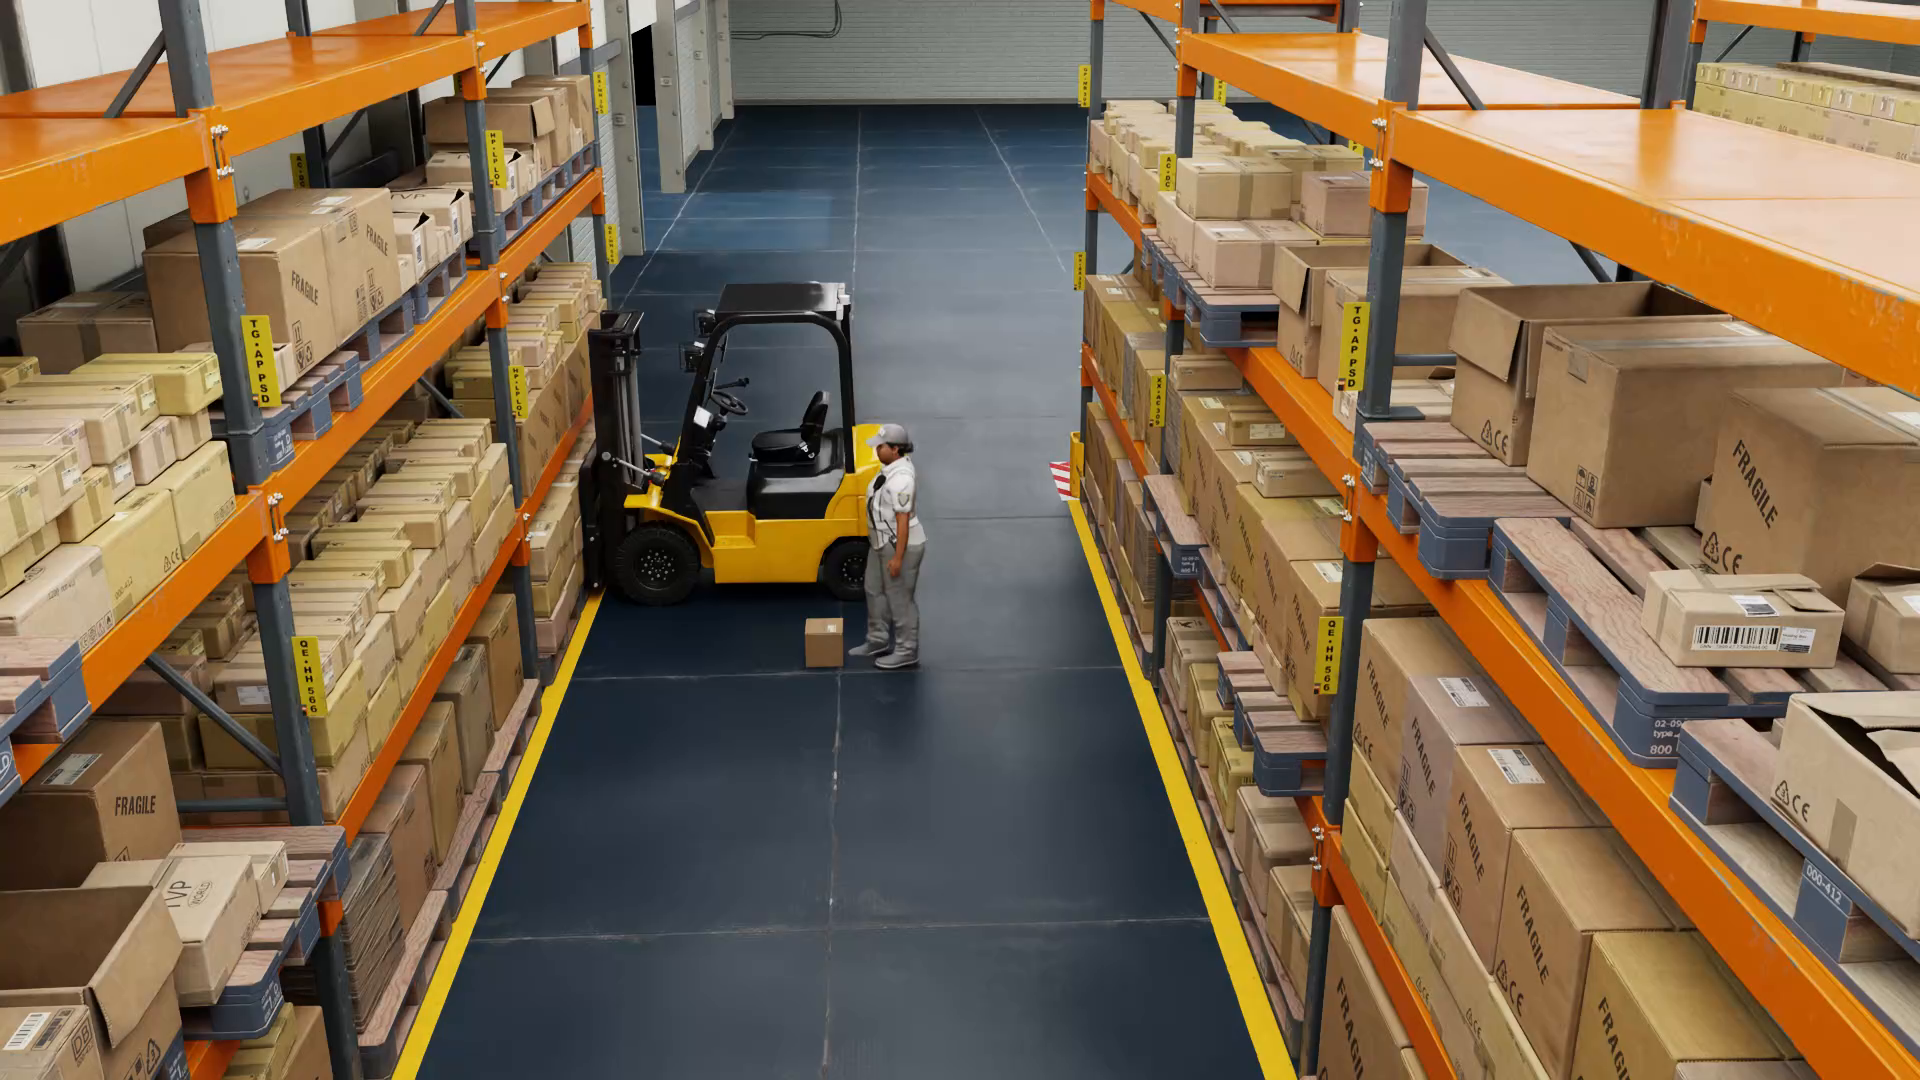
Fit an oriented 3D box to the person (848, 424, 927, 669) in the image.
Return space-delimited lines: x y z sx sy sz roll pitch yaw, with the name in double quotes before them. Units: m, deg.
"person" -0.478 0.060 10.944 0.498 1.698 0.532 -5 21 -12
